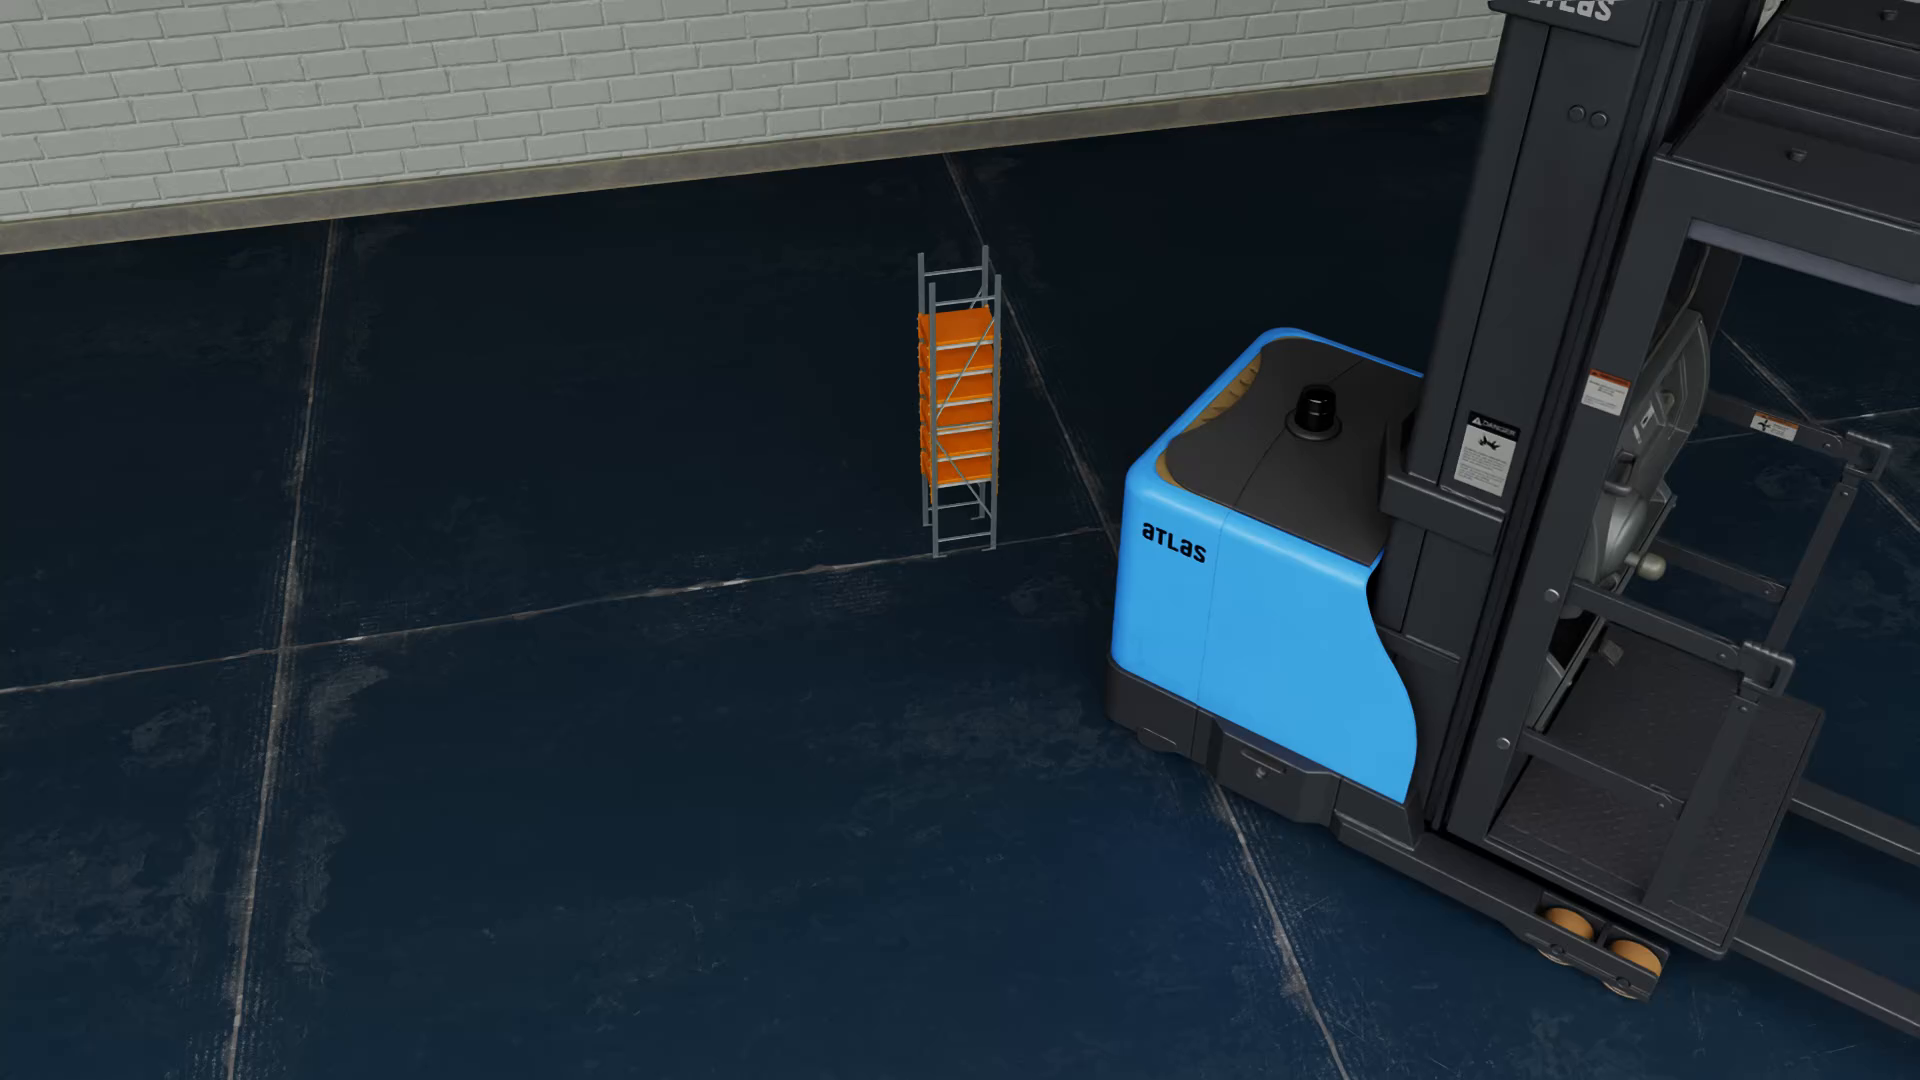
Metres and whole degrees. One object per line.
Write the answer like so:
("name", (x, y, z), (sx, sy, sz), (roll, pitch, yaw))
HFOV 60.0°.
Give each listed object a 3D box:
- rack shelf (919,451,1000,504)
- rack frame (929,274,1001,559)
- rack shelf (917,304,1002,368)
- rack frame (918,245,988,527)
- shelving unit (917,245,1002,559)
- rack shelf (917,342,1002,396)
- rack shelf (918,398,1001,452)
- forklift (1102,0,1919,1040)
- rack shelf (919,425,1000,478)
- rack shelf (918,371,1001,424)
("rack shelf", (-0.003, -0.245, 6.051), (0.258, 0.103, 0.180), (-8, 42, -9))
("rack frame", (0.017, -0.399, 5.795), (0.240, 1.200, 0.006), (-8, 42, -9))
("rack shelf", (-0.003, -0.694, 5.653), (0.258, 0.103, 0.180), (-8, 42, -9))
("rack frame", (-0.023, -0.517, 5.929), (0.240, 1.200, 0.006), (-8, 42, -9))
("shelving unit", (-0.003, -0.458, 5.862), (0.258, 1.200, 0.189), (-8, 42, -9))
("rack shelf", (-0.003, -0.604, 5.732), (0.258, 0.103, 0.180), (-8, 42, -9))
("rack shelf", (-0.003, -0.425, 5.892), (0.258, 0.103, 0.180), (-8, 42, -9))
("forklift", (1.970, -0.190, 4.256), (3.031, 2.935, 1.130), (25, 47, 25))
("rack shelf", (-0.003, -0.335, 5.971), (0.258, 0.103, 0.180), (-8, 42, -9))
("rack shelf", (-0.003, -0.515, 5.812), (0.258, 0.103, 0.180), (-8, 42, -9))
